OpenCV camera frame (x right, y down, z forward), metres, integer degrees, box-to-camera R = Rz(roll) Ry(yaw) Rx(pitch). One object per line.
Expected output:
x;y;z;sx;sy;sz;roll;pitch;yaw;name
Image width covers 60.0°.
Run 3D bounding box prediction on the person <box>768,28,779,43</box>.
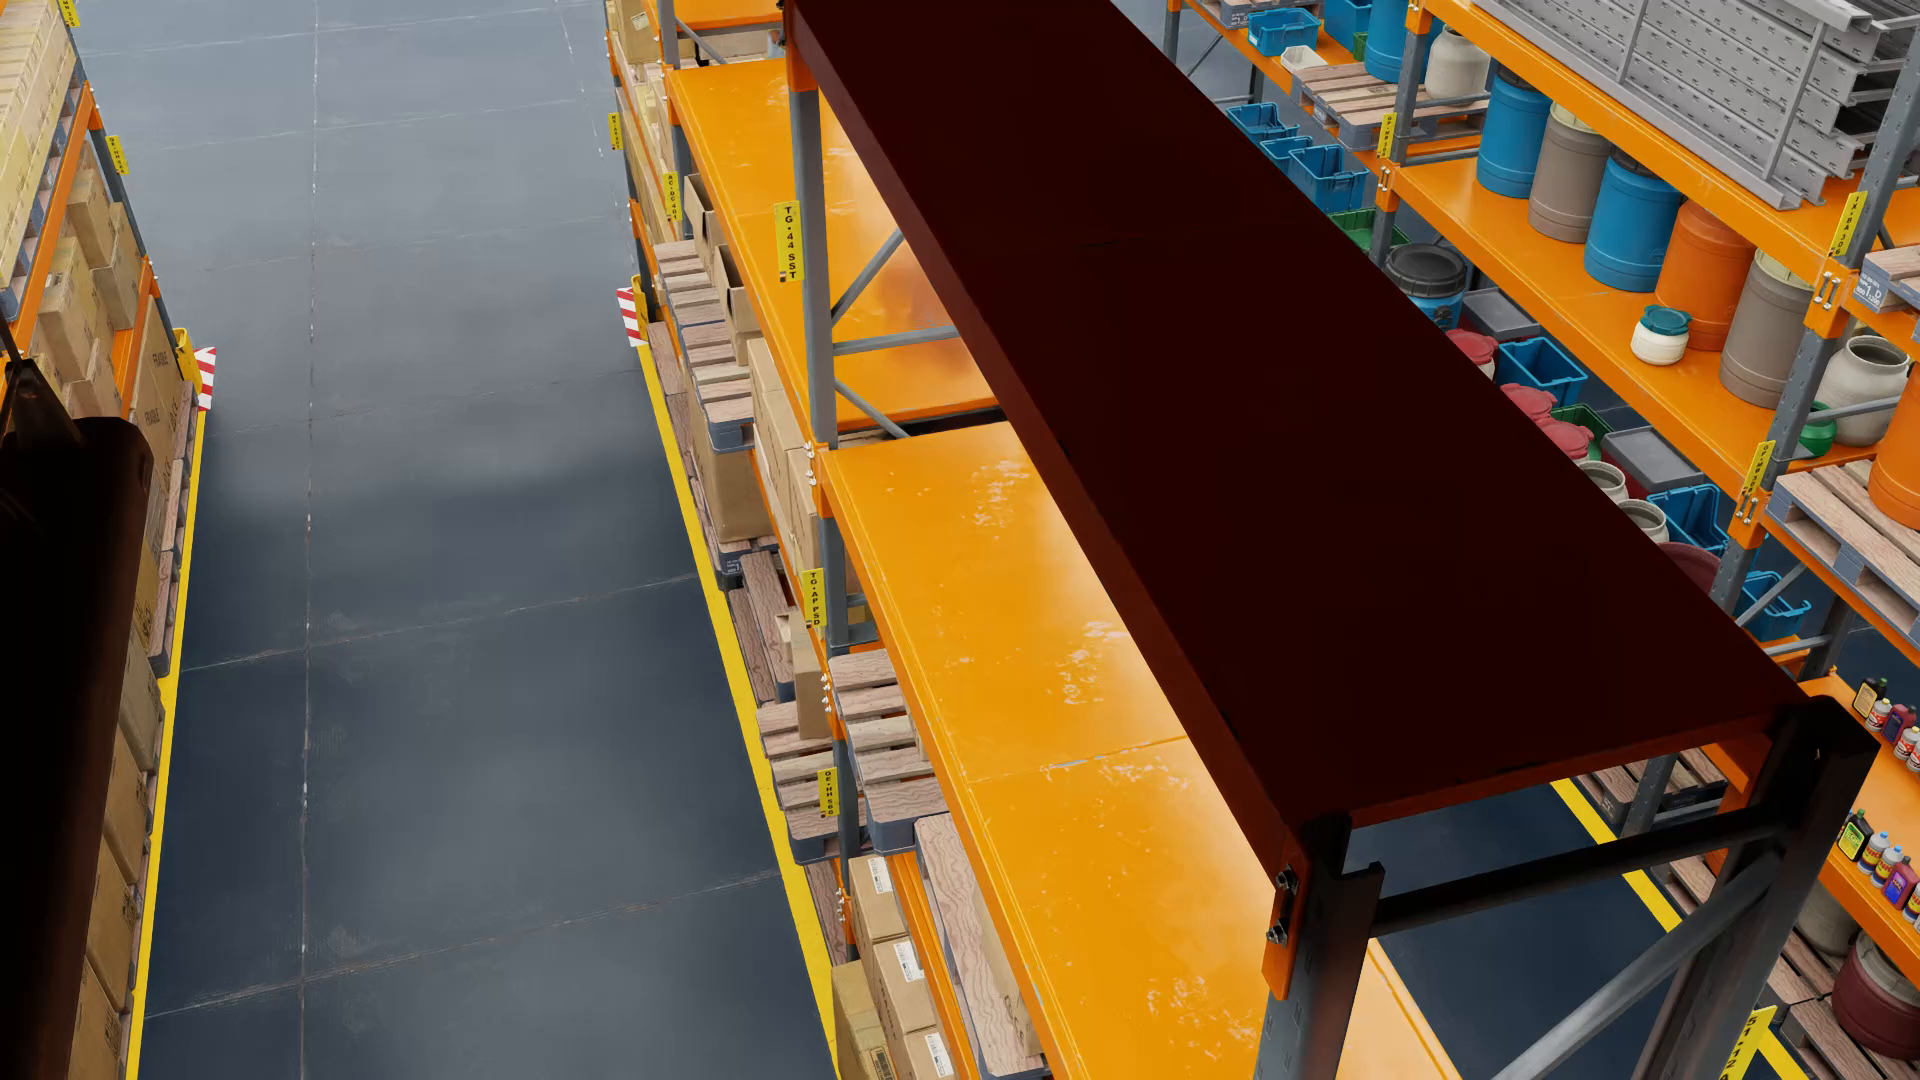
-2.339;-5.337;18.151;0.752;1.707;0.744;12;40;15;person
